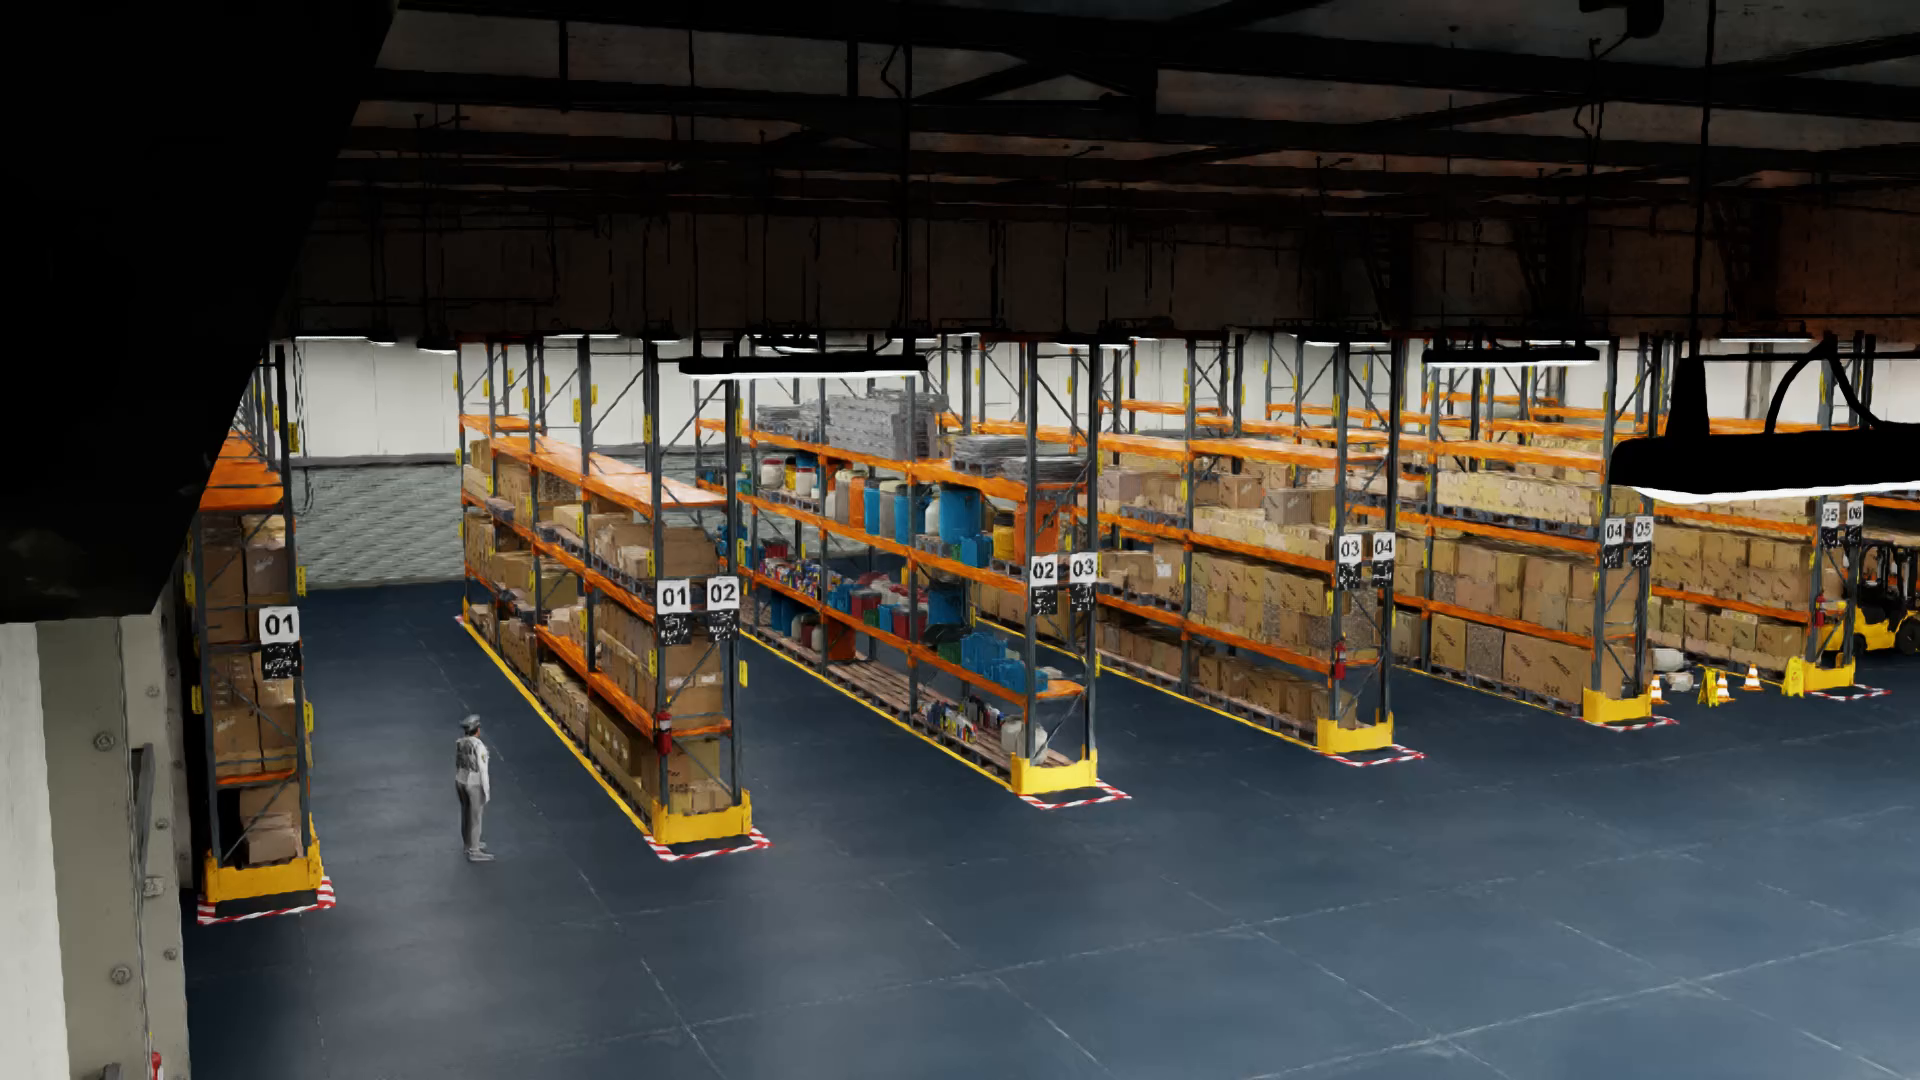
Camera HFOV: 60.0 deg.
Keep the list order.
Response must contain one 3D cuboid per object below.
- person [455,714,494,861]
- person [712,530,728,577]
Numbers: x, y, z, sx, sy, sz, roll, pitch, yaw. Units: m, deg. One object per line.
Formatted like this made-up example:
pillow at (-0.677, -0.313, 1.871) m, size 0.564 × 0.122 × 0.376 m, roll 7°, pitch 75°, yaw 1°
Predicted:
person at (-5.666, 2.877, 19.450) m, size 0.555 × 1.682 × 0.431 m, roll 6°, pitch 10°, yaw 36°
person at (-5.129, 0.617, 35.535) m, size 0.585 × 1.723 × 0.967 m, roll 0°, pitch 8°, yaw -2°
